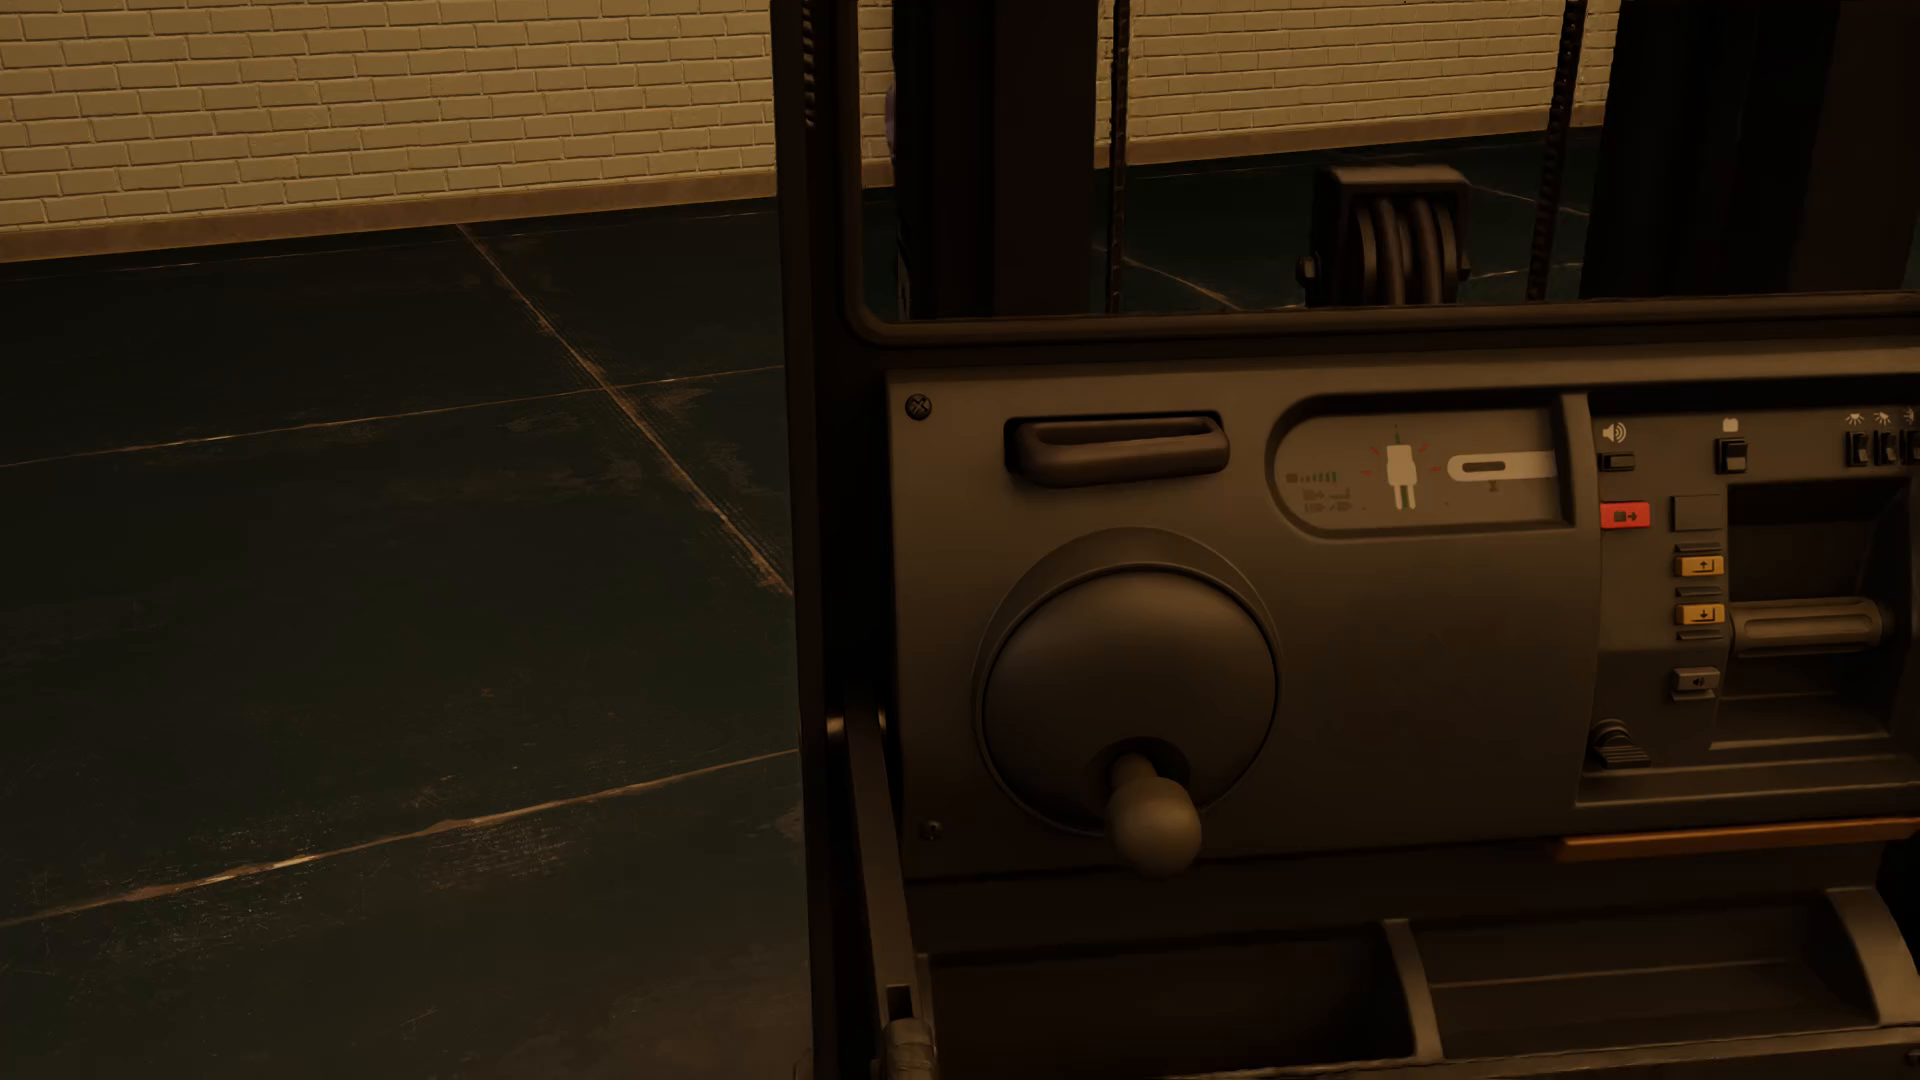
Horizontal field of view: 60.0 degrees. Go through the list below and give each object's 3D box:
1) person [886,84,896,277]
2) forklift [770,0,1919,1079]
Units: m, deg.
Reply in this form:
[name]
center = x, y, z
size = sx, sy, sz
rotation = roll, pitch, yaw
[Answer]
[person]
center = 0.091, -0.775, 4.803
size = 0.503, 1.651, 0.598
rotation = -10, 25, -23
[forklift]
center = 0.436, 0.068, 1.122
size = 1.130, 2.935, 3.031
rotation = -3, 23, -6
